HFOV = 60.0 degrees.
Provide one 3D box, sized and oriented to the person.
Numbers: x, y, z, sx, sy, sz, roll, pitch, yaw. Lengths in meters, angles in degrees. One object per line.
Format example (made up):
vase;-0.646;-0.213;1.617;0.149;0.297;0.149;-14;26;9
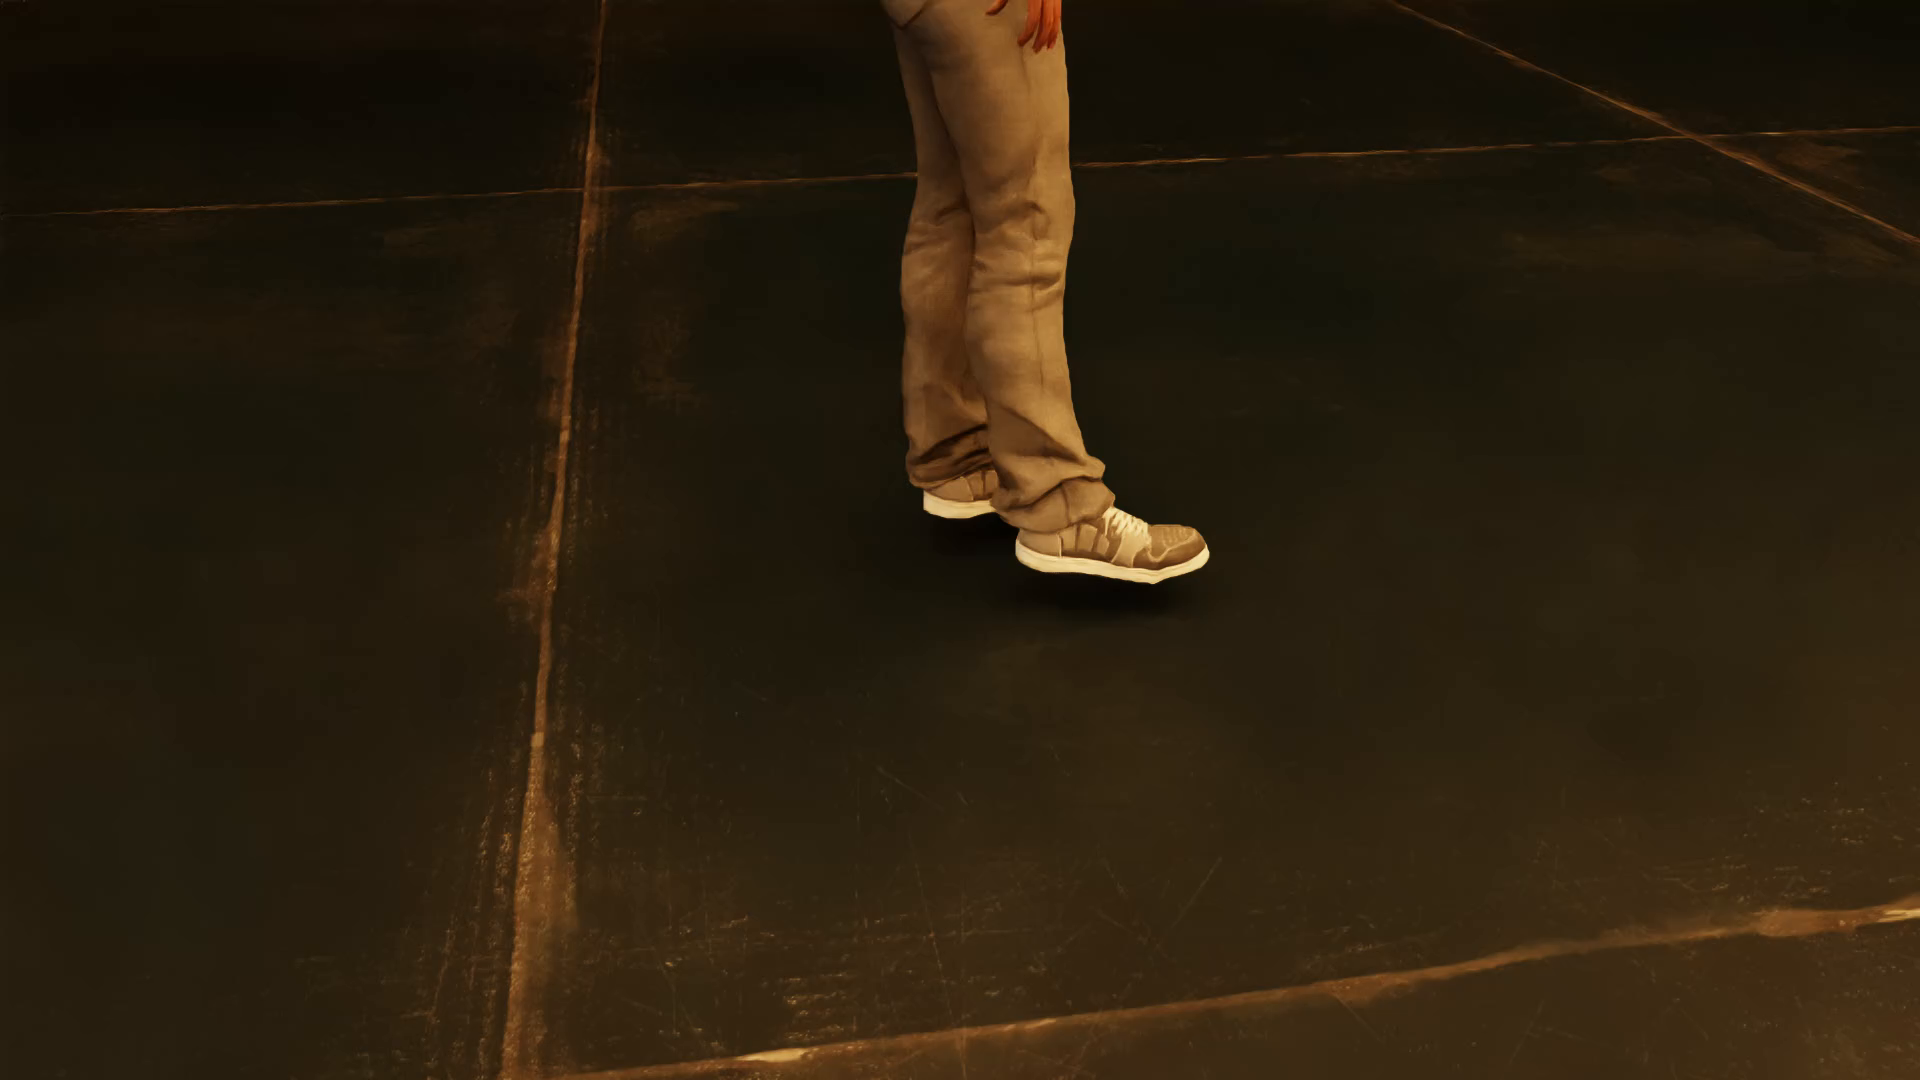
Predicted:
person;0.081;-0.642;2.159;0.463;1.360;0.521;-5;28;-9
